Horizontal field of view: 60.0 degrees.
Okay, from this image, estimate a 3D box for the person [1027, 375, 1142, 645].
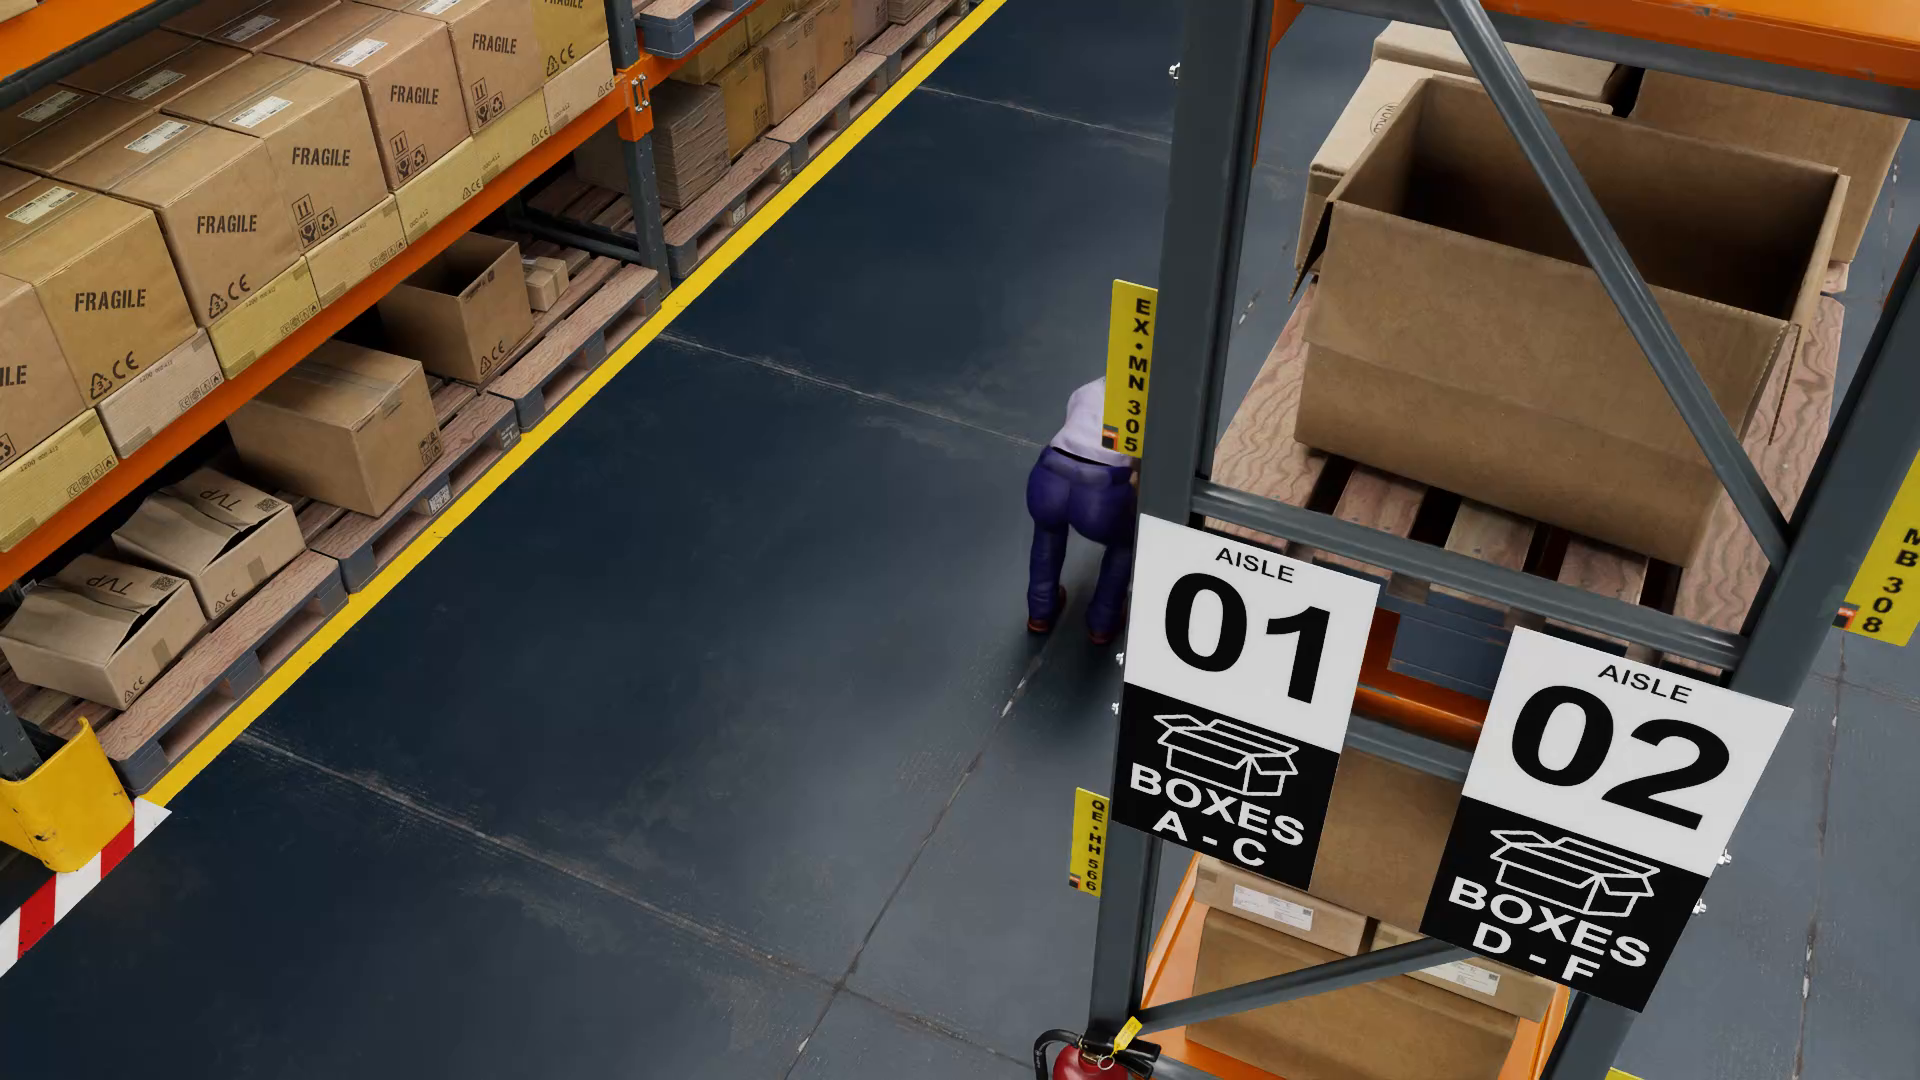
[{"bbox_3d":[0.572,-0.167,6.787,0.468,1.072,0.904,16,45,17],"label":"person"}]
